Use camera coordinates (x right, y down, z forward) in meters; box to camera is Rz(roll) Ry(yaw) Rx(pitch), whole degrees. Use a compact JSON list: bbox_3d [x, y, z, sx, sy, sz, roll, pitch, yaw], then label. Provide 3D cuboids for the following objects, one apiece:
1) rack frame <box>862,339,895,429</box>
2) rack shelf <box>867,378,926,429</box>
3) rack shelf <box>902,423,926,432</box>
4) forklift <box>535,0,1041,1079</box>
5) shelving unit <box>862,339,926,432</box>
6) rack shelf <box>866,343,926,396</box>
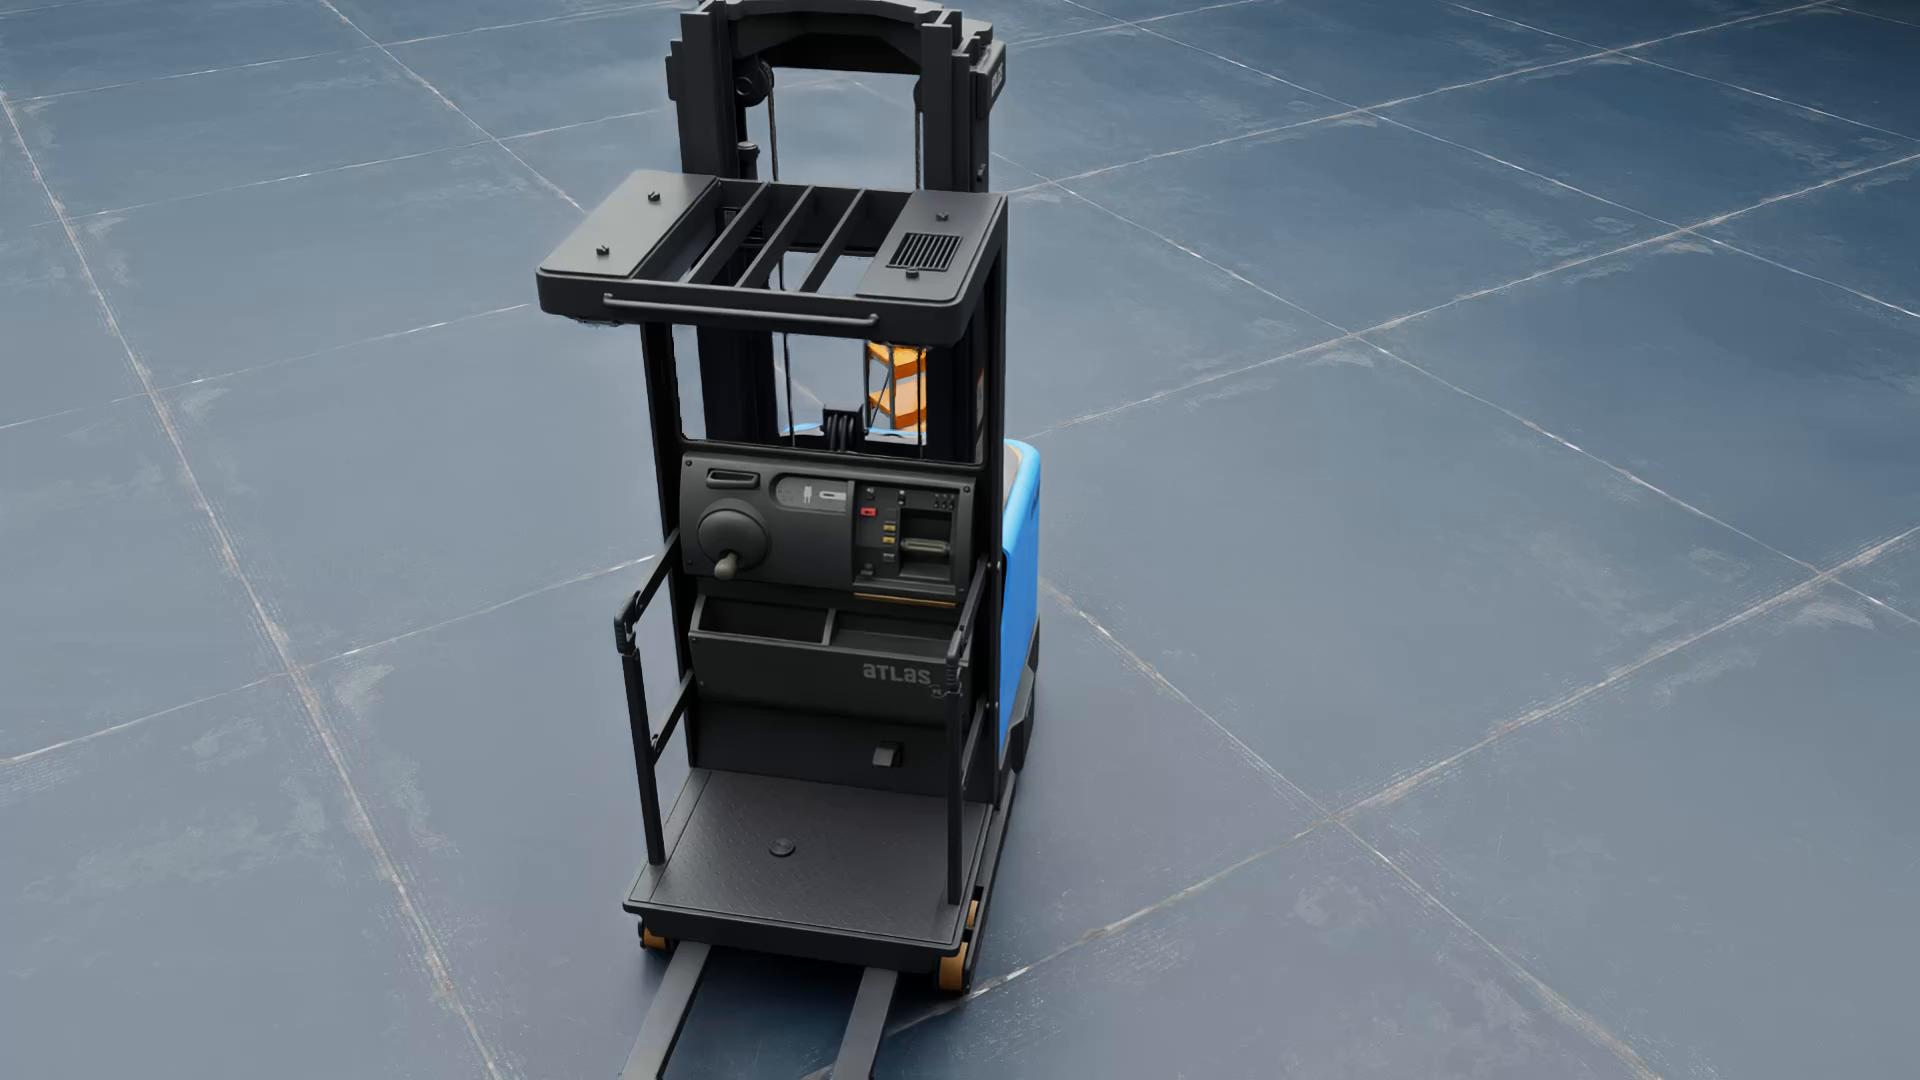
[{"bbox_3d":[-0.344,-0.389,7.242,0.015,1.200,0.240,-19,37,-27],"label":"rack frame"},{"bbox_3d":[-0.139,-0.592,7.271,0.480,0.148,0.258,-19,37,-27],"label":"rack shelf"},{"bbox_3d":[-0.139,-0.403,7.390,0.480,0.148,0.258,-19,37,-27],"label":"rack shelf"},{"bbox_3d":[-0.454,0.016,4.977,1.130,2.935,3.031,6,33,9],"label":"forklift"},{"bbox_3d":[-0.139,-0.460,7.354,0.503,1.200,0.258,-19,37,-27],"label":"shelving unit"},{"bbox_3d":[-0.139,-0.792,7.144,0.480,0.148,0.258,-19,37,-27],"label":"rack shelf"}]
